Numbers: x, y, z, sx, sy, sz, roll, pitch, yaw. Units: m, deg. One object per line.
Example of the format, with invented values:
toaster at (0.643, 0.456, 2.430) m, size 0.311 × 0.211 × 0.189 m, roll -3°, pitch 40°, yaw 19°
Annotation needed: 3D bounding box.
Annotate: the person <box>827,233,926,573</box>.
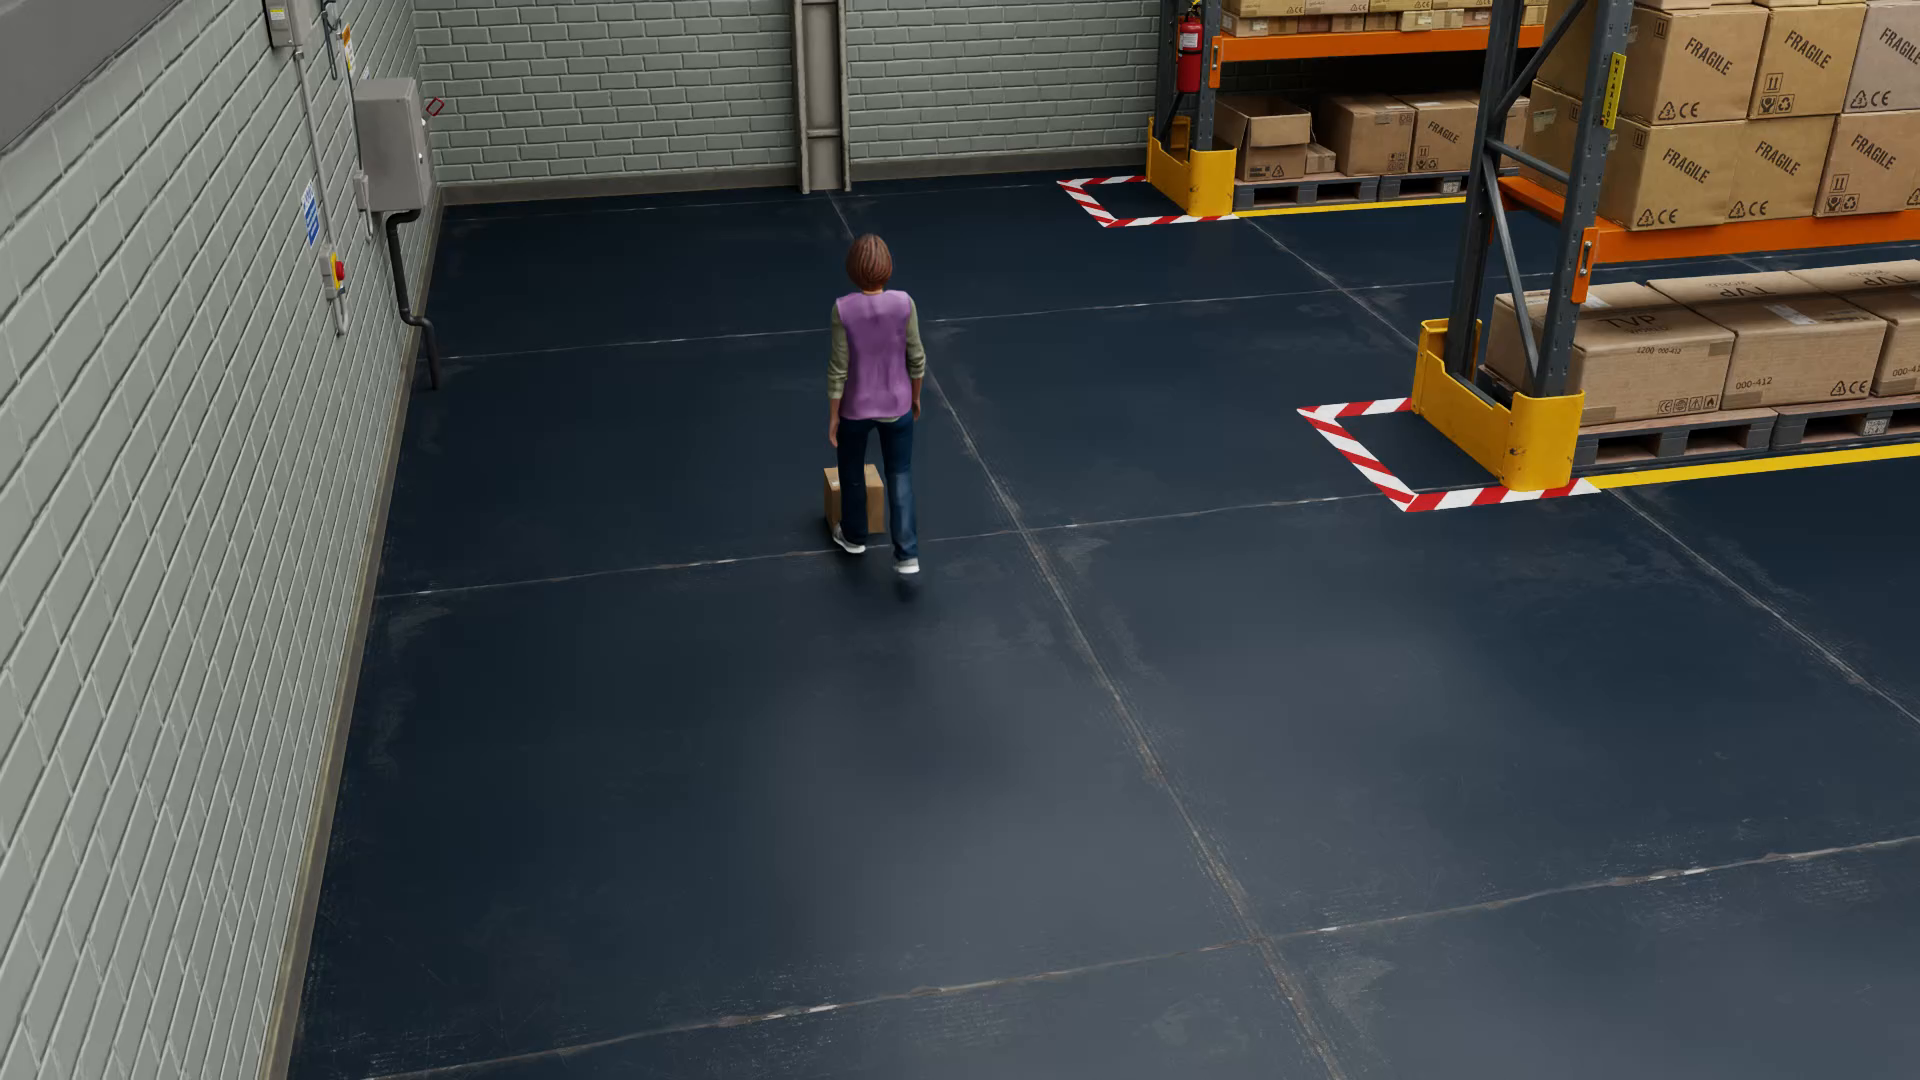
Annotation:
person at (-0.374, -0.588, 7.273) m, size 0.435 × 1.575 × 0.727 m, roll -6°, pitch 28°, yaw -11°
